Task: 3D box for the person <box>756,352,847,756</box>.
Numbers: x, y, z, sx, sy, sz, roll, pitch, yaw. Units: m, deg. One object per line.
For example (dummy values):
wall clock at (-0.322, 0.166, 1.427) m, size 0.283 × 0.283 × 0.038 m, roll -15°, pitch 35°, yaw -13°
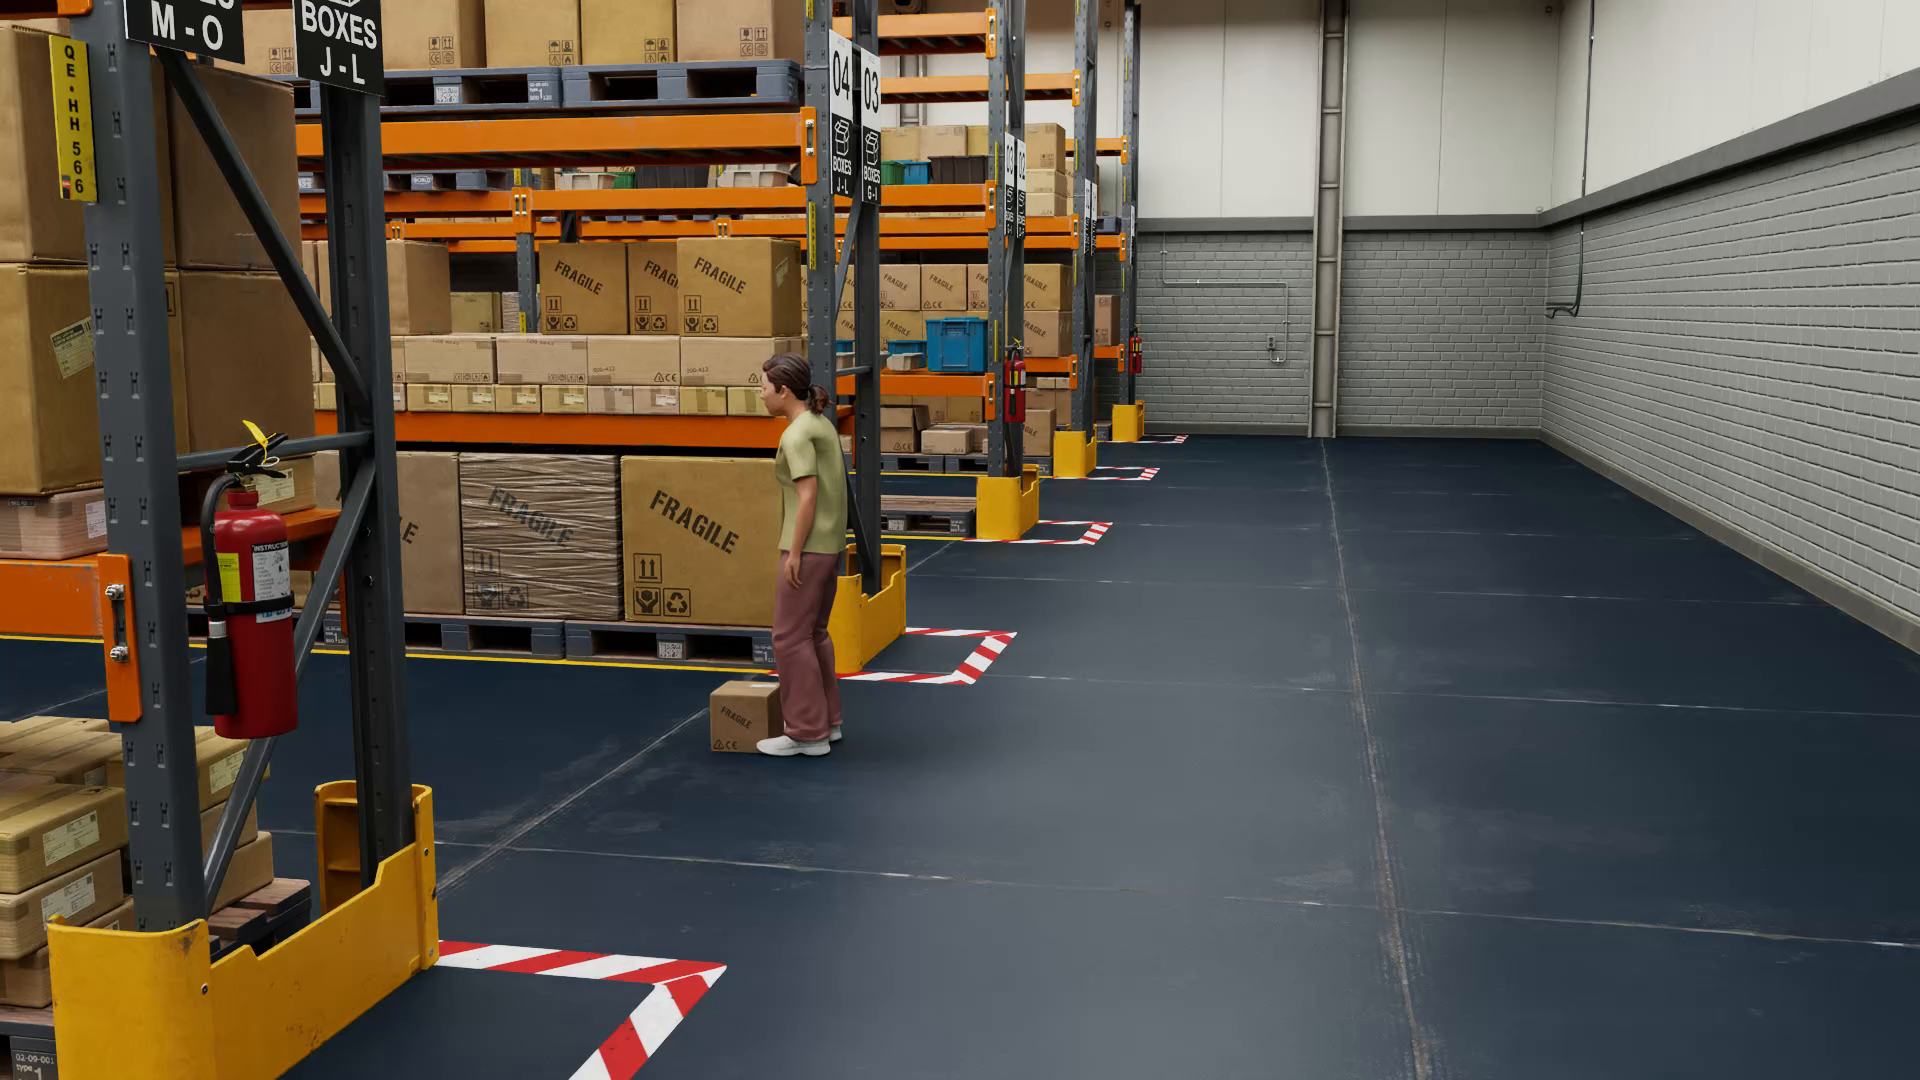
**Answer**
person at (-0.656, 0.055, 6.938) m, size 0.362 × 1.671 × 0.506 m, roll 1°, pitch 8°, yaw 8°
